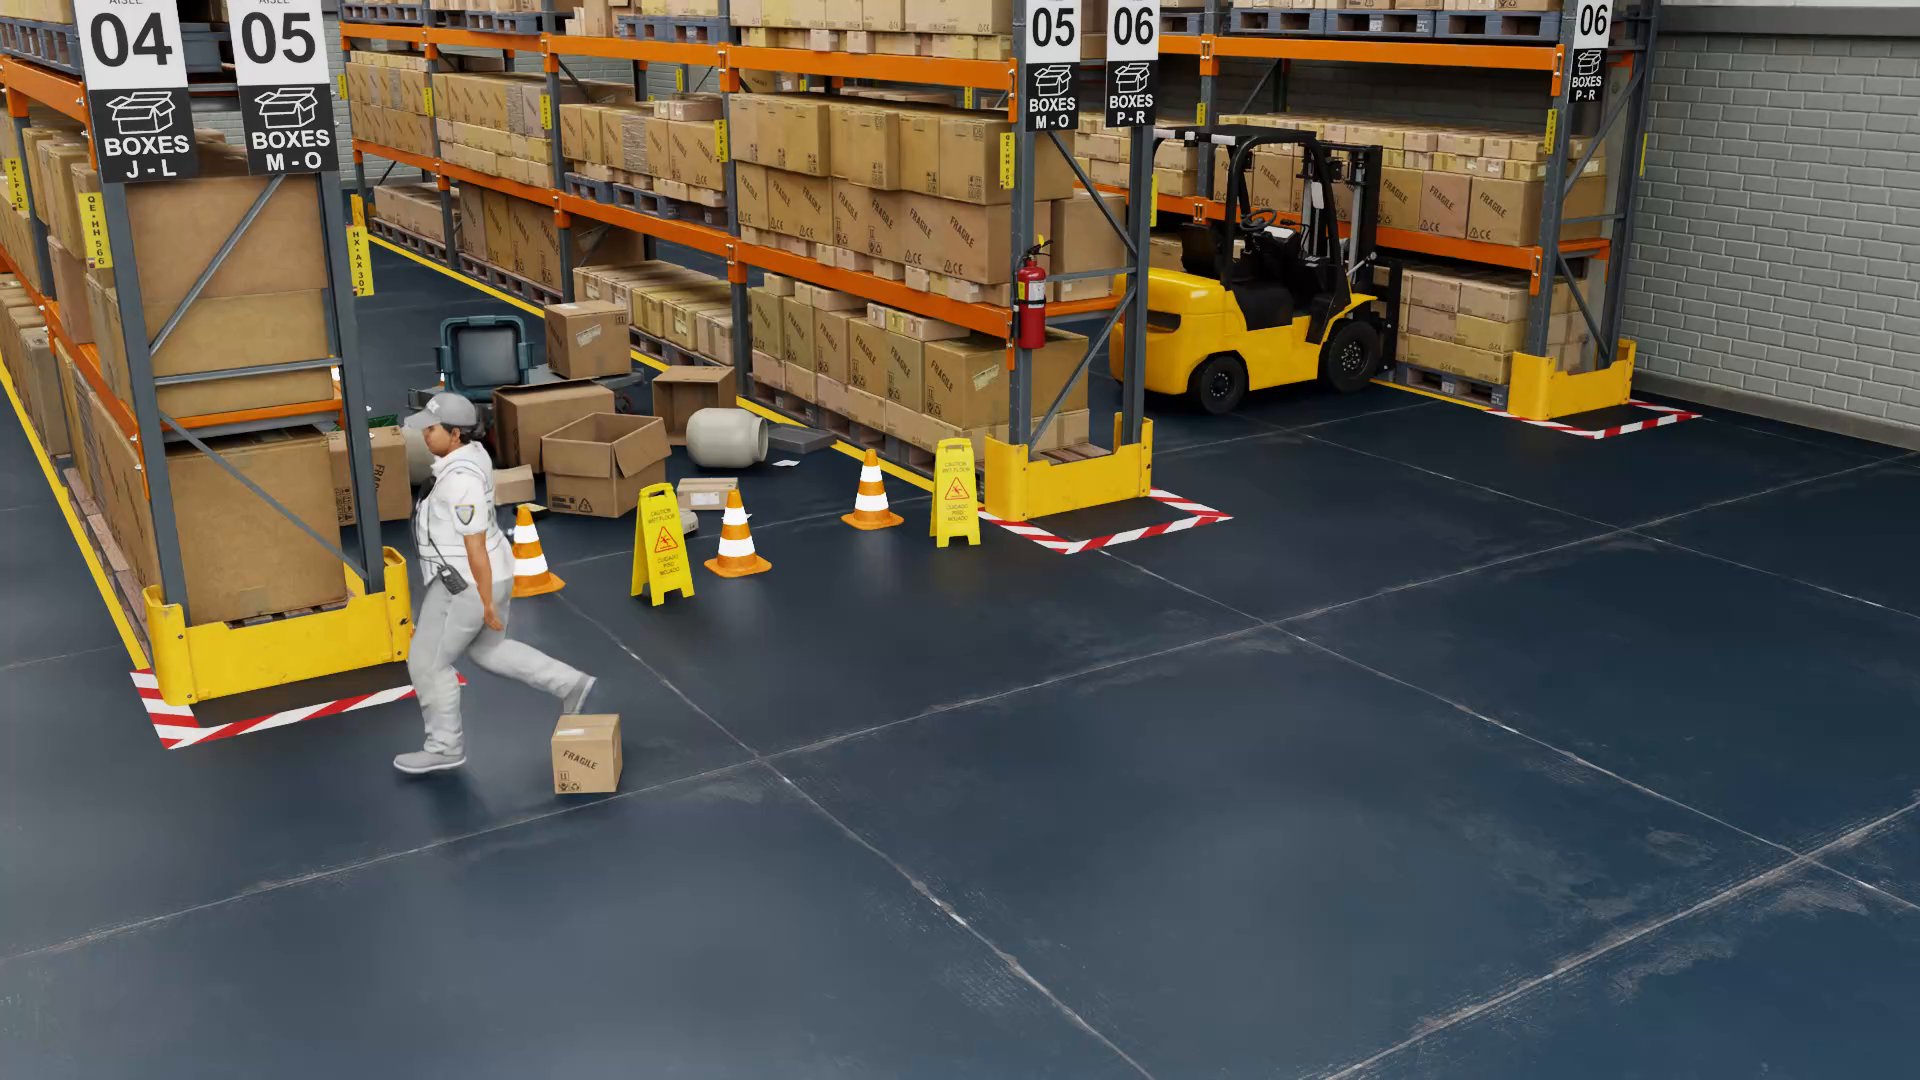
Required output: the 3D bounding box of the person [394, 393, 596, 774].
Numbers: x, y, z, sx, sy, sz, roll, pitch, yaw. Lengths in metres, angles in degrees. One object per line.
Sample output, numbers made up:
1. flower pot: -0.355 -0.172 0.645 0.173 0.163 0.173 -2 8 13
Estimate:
1. person: -2.014 0.168 7.004 0.849 1.622 0.481 -2 18 -6
